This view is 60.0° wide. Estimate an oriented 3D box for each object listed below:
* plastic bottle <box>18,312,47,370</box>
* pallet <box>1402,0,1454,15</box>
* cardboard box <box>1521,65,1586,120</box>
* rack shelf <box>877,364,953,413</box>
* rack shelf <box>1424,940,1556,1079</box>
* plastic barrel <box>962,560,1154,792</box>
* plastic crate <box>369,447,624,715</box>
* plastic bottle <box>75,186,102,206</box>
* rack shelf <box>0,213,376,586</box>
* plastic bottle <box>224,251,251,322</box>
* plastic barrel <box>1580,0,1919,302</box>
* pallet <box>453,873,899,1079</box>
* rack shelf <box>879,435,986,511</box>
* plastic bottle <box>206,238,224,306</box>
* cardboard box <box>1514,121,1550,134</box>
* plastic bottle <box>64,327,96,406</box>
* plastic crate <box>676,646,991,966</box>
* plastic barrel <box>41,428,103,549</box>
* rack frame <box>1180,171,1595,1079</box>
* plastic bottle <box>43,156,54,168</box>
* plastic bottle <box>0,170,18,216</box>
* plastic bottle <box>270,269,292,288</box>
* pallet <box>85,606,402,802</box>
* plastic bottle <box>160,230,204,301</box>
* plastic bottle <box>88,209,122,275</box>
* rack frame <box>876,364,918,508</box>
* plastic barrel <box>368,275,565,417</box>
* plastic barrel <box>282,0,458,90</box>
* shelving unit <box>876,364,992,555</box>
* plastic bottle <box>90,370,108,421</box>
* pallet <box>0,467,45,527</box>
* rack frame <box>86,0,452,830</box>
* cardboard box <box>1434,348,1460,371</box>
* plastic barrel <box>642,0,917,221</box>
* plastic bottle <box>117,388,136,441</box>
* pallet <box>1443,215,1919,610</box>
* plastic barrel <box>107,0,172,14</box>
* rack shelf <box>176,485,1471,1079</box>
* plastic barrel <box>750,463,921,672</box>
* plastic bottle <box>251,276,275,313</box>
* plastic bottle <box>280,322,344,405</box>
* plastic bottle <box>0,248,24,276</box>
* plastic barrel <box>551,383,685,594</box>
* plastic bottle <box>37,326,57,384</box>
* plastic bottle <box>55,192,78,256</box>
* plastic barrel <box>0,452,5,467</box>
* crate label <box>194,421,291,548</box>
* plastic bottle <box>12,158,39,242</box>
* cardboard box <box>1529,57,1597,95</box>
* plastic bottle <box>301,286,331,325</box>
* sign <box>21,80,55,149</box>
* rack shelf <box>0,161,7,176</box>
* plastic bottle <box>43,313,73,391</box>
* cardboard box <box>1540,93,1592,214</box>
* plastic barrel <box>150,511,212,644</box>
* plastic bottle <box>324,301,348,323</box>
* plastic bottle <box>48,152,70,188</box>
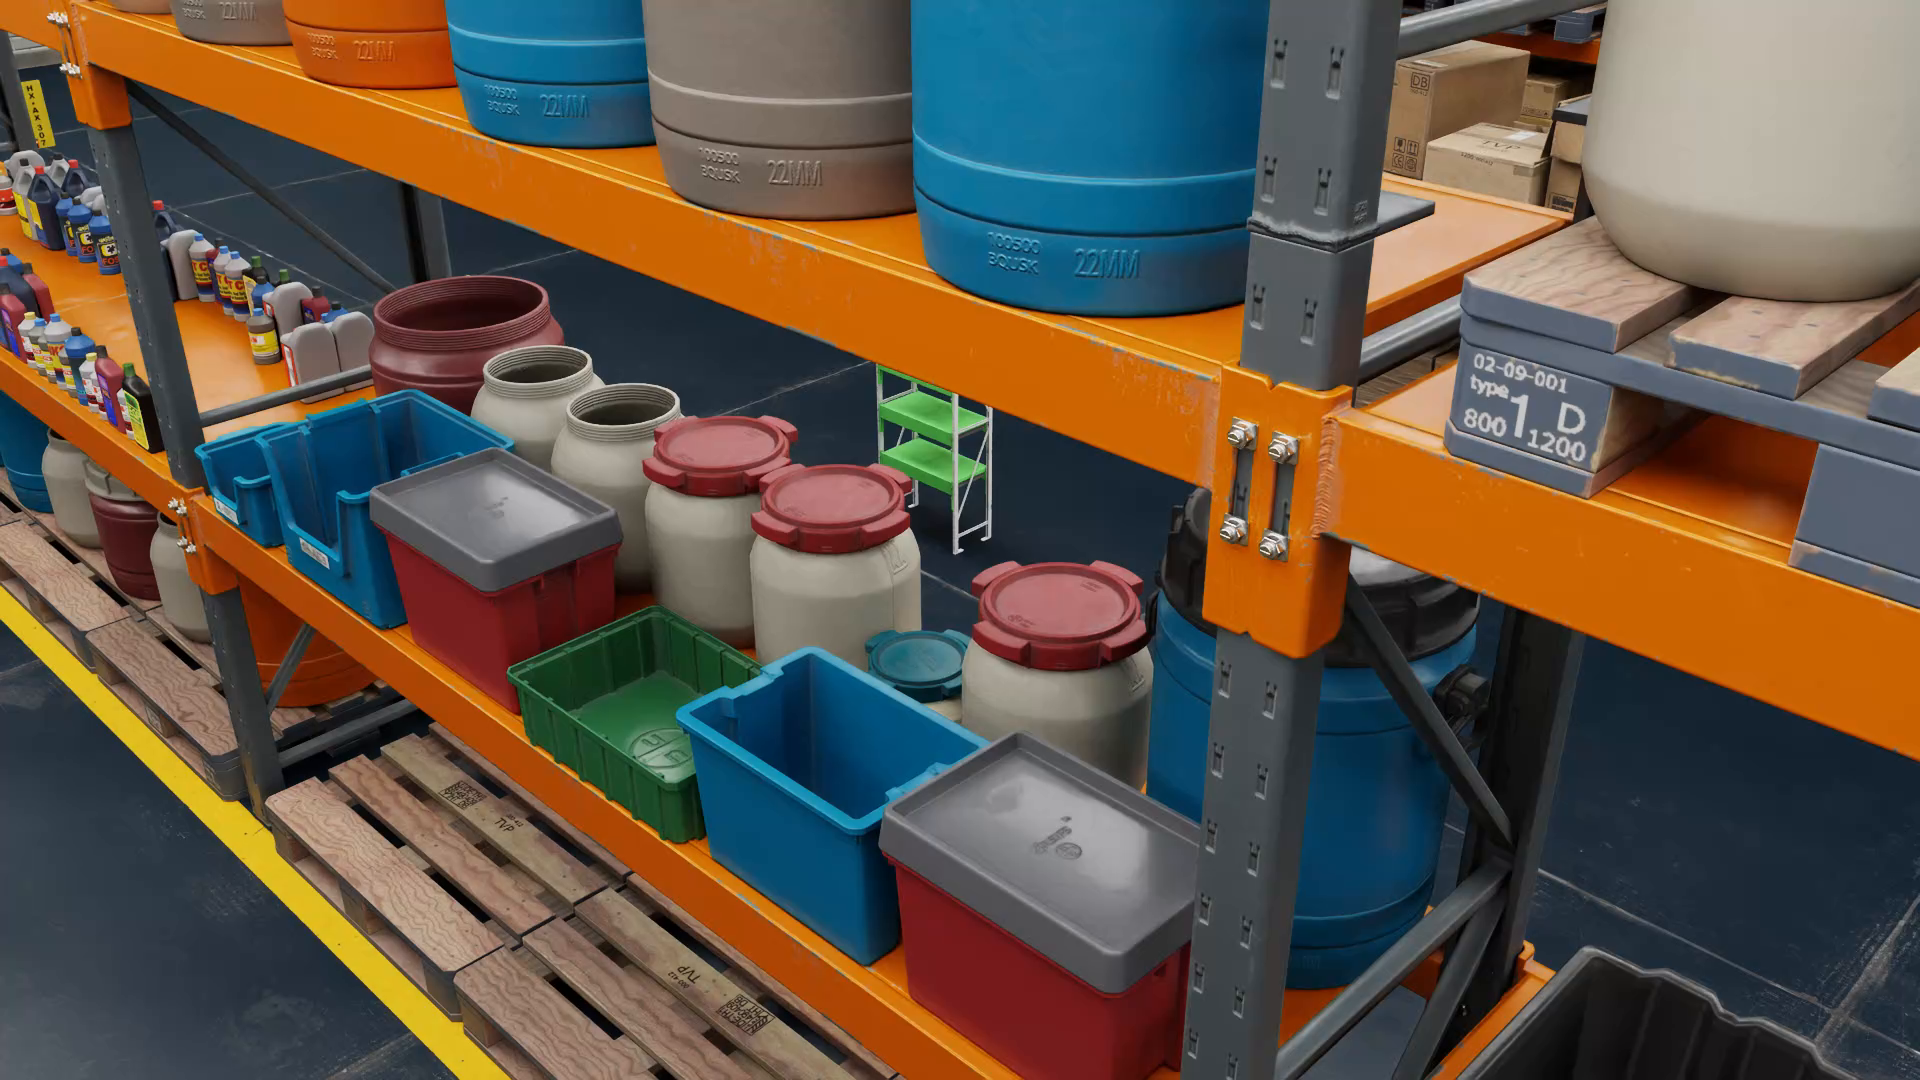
[{"bbox_3d":[-3.417,-0.742,6.152,0.097,0.201,0.097,0,28,0],"label":"plastic bottle"},{"bbox_3d":[3.473,-4.302,12.915,1.213,0.211,1.003,25,36,38],"label":"pallet"},{"bbox_3d":[4.241,-3.303,12.237,0.500,0.250,0.500,24,36,37],"label":"cardboard box"},{"bbox_3d":[-0.118,-0.741,7.492,0.480,0.148,0.258,25,36,38],"label":"rack shelf"},{"bbox_3d":[2.169,1.778,1.919,4.000,0.370,1.077,25,36,38],"label":"rack shelf"},{"bbox_3d":[0.215,0.362,3.693,0.433,0.535,0.433,0,28,0],"label":"plastic barrel"},{"bbox_3d":[-1.171,0.102,4.264,0.583,0.464,0.402,25,36,38],"label":"plastic crate"},{"bbox_3d":[-3.834,-1.443,7.405,0.135,0.276,0.152,25,36,38],"label":"plastic bottle"},{"bbox_3d":[-3.535,-0.832,6.883,4.000,0.370,1.077,25,36,38],"label":"rack shelf"},{"bbox_3d":[-2.844,-1.006,6.579,0.097,0.271,0.097,0,28,0],"label":"plastic bottle"},{"bbox_3d":[0.912,-0.550,1.779,0.421,0.512,0.421,0,28,0],"label":"plastic barrel"},{"bbox_3d":[-0.718,1.400,4.861,1.213,0.211,1.003,25,36,38],"label":"pallet"},{"bbox_3d":[-0.118,-0.316,7.715,0.480,0.148,0.258,25,36,38],"label":"rack shelf"},{"bbox_3d":[-2.983,-1.087,6.720,0.133,0.283,0.061,25,36,38],"label":"plastic bottle"},{"bbox_3d":[2.742,-1.814,7.670,0.258,0.266,0.396,23,36,37],"label":"cardboard box"},{"bbox_3d":[-3.070,-0.614,5.833,0.097,0.271,0.097,0,28,0],"label":"plastic bottle"},{"bbox_3d":[-0.262,0.557,3.484,0.575,0.384,0.392,25,36,38],"label":"plastic crate"},{"bbox_3d":[-3.741,-0.260,7.243,0.421,0.512,0.421,0,28,0],"label":"plastic barrel"},{"bbox_3d":[0.743,0.807,2.992,0.127,3.000,1.000,25,36,38],"label":"rack frame"},{"bbox_3d":[-4.257,-1.670,7.828,0.133,0.283,0.061,25,36,38],"label":"plastic bottle"},{"bbox_3d":[-4.528,-1.647,7.872,0.097,0.201,0.097,0,28,0],"label":"plastic bottle"},{"bbox_3d":[-2.585,-0.905,6.373,0.133,0.283,0.061,25,36,38],"label":"plastic bottle"},{"bbox_3d":[-2.701,0.493,6.586,1.213,0.211,1.003,25,36,38],"label":"pallet"},{"bbox_3d":[-3.180,-1.144,6.836,0.135,0.276,0.152,25,36,38],"label":"plastic bottle"},{"bbox_3d":[-3.646,-1.274,7.089,0.097,0.271,0.097,0,28,0],"label":"plastic bottle"},{"bbox_3d":[-0.292,-0.665,7.725,0.015,1.200,0.240,25,36,38],"label":"rack frame"},{"bbox_3d":[-1.566,-0.508,5.346,0.708,0.536,0.600,25,36,38],"label":"plastic barrel"},{"bbox_3d":[-1.209,-1.463,3.624,0.708,0.830,0.600,25,36,38],"label":"plastic barrel"},{"bbox_3d":[-0.118,-0.585,7.573,0.503,1.200,0.258,25,36,38],"label":"shelving unit"},{"bbox_3d":[-2.931,-0.520,5.729,0.097,0.201,0.097,0,28,0],"label":"plastic bottle"},{"bbox_3d":[-4.440,-0.304,8.100,1.213,0.211,1.003,25,36,38],"label":"pallet"},{"bbox_3d":[-2.109,-0.498,5.474,0.127,3.000,1.000,25,36,38],"label":"rack frame"},{"bbox_3d":[2.669,-0.659,7.993,0.700,0.500,0.500,-22,35,-35],"label":"cardboard box"},{"bbox_3d":[-0.238,-1.050,2.762,0.600,0.901,0.600,0,28,0],"label":"plastic barrel"},{"bbox_3d":[-2.766,-0.444,5.586,0.097,0.201,0.097,0,28,0],"label":"plastic bottle"},{"bbox_3d":[1.326,-0.234,1.952,1.003,0.211,1.213,25,36,38],"label":"pallet"},{"bbox_3d":[-2.102,-1.672,4.364,0.421,0.512,0.421,0,28,0],"label":"plastic barrel"},{"bbox_3d":[-0.683,0.473,4.401,4.000,0.370,1.077,25,36,38],"label":"rack shelf"},{"bbox_3d":[-0.308,0.122,4.148,0.433,0.535,0.433,0,28,0],"label":"plastic barrel"},{"bbox_3d":[-2.627,-0.867,6.315,0.097,0.271,0.097,0,28,0],"label":"plastic bottle"},{"bbox_3d":[-2.298,-0.641,5.880,0.135,0.276,0.152,25,36,38],"label":"plastic bottle"},{"bbox_3d":[-3.769,-1.029,6.621,0.097,0.271,0.097,0,28,0],"label":"plastic bottle"},{"bbox_3d":[-0.925,-0.145,4.684,0.421,0.512,0.421,0,28,0],"label":"plastic barrel"},{"bbox_3d":[-3.278,-0.679,6.031,0.097,0.201,0.097,0,28,0],"label":"plastic bottle"},{"bbox_3d":[-3.908,-1.394,7.316,0.097,0.271,0.097,0,28,0],"label":"plastic bottle"},{"bbox_3d":[-4.585,-0.877,7.999,0.708,0.901,0.600,25,36,38],"label":"plastic barrel"},{"bbox_3d":[-2.072,-0.162,5.015,0.416,0.233,0.303,25,36,38],"label":"crate label"},{"bbox_3d":[-4.178,-1.542,7.513,0.185,0.351,0.144,25,36,38],"label":"plastic bottle"},{"bbox_3d":[4.591,-3.472,12.558,0.500,0.250,0.500,23,35,36],"label":"cardboard box"},{"bbox_3d":[-2.393,-0.817,6.207,0.133,0.283,0.061,25,36,38],"label":"plastic bottle"},{"bbox_3d":[-4.574,-2.108,8.238,0.005,0.325,0.100,25,36,38],"label":"sign"},{"bbox_3d":[-6.388,-2.138,9.365,4.000,0.370,1.077,25,36,38],"label":"rack shelf"},{"bbox_3d":[-3.208,-0.678,5.954,0.097,0.271,0.097,0,28,0],"label":"plastic bottle"},{"bbox_3d":[2.915,-1.603,7.014,0.797,0.503,0.637,-21,34,-34],"label":"cardboard box"},{"bbox_3d":[-2.935,0.109,6.543,0.421,0.512,0.421,0,28,0],"label":"plastic barrel"},{"bbox_3d":[-2.255,-0.737,6.066,0.097,0.271,0.097,0,28,0],"label":"plastic bottle"},{"bbox_3d":[-4.077,-1.590,7.604,0.185,0.351,0.144,25,36,38],"label":"plastic bottle"}]
